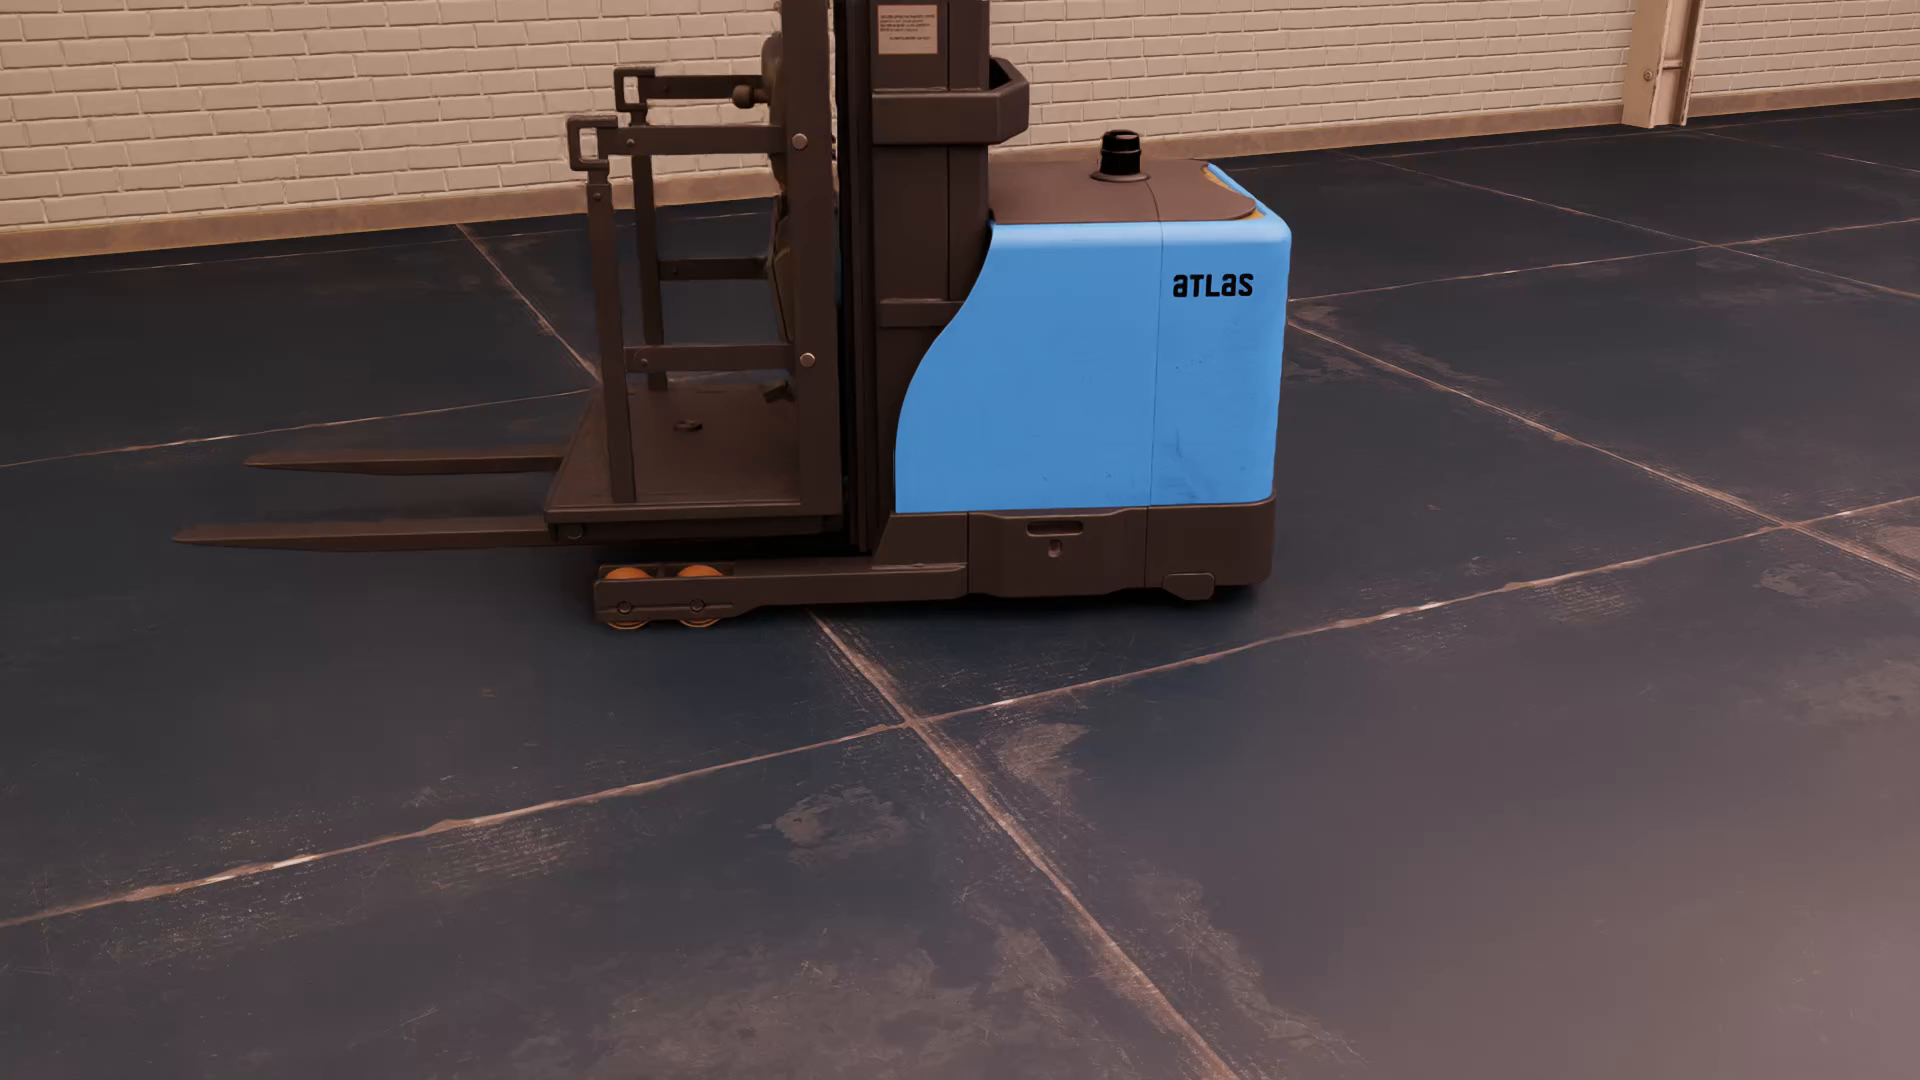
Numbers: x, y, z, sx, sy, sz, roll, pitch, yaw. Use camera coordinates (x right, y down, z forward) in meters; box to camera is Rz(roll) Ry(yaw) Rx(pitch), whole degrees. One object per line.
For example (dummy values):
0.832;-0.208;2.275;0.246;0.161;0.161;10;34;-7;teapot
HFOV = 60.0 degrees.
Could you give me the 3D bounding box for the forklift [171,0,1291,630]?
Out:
-0.665;-1.320;4.463;3.031;2.935;1.130;-2;23;-4;forklift
